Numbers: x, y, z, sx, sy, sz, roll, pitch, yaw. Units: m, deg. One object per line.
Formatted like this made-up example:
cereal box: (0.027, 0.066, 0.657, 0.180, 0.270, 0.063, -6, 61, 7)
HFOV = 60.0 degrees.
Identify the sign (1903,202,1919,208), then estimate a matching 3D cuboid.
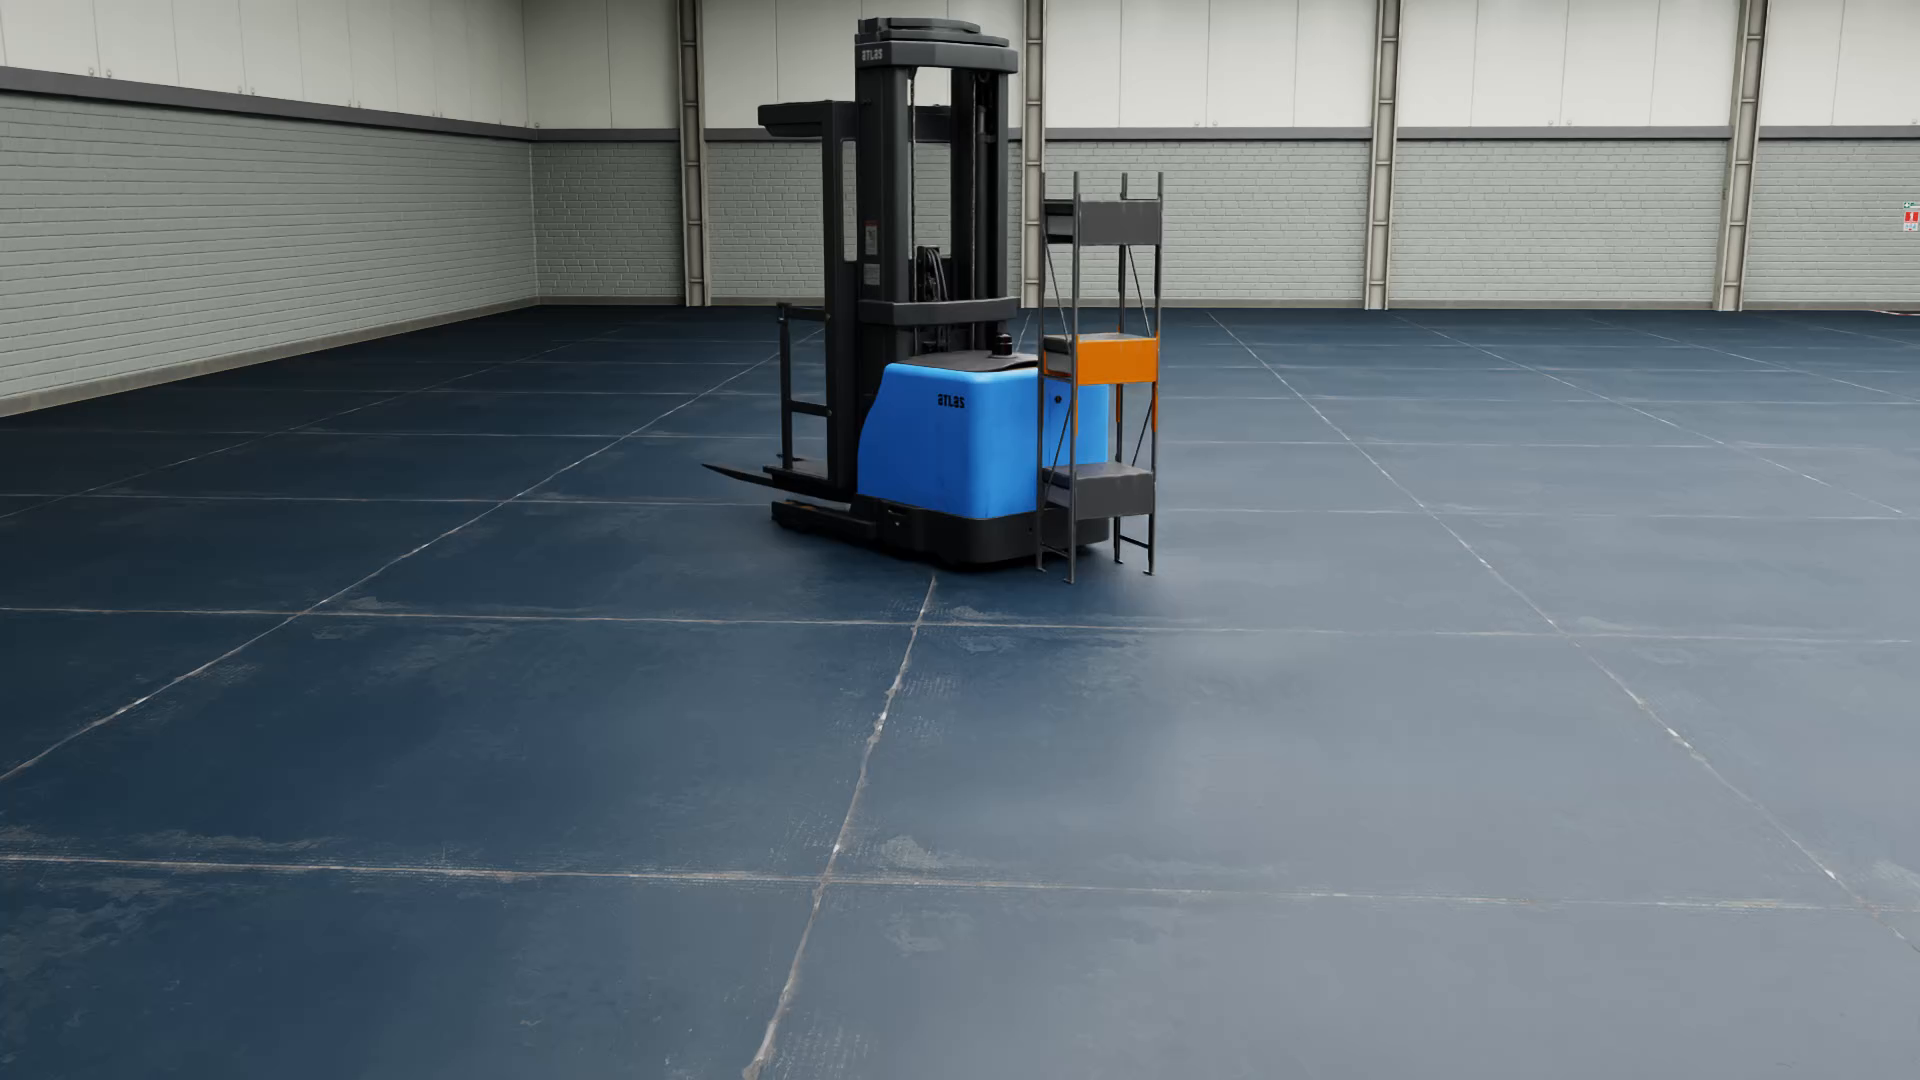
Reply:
sign: (16.238, -5.701, 28.314, 0.331, 0.109, 0.001, 1, 12, 4)

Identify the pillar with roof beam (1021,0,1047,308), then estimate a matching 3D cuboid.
pillar with roof beam: (0.994, -7.659, 24.404, 0.400, 9.000, 9.100, 1, 12, 4)

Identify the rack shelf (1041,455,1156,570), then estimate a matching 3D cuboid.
rack shelf: (0.723, -0.155, 8.865, 0.480, 0.518, 0.431, -5, 13, -24)

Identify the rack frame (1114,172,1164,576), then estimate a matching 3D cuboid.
rack frame: (0.945, -0.874, 8.819, 0.015, 2.100, 0.400, -5, 13, -24)

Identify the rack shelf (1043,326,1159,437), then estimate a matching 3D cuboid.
rack shelf: (0.723, -0.840, 8.722, 0.480, 0.518, 0.431, -5, 13, -24)

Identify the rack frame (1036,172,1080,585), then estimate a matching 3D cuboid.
rack frame: (0.502, -0.832, 8.619, 0.015, 2.100, 0.400, -5, 13, -24)

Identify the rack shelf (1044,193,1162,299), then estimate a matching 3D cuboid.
rack shelf: (0.723, -1.525, 8.578, 0.480, 0.518, 0.431, -5, 13, -24)

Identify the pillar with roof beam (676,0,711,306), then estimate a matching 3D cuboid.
pillar with roof beam: (-4.992, -7.741, 24.796, 0.400, 9.000, 9.100, 1, 12, 4)

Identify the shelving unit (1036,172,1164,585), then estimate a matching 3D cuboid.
shelving unit: (0.723, -0.853, 8.719, 0.503, 2.100, 0.431, -5, 13, -24)

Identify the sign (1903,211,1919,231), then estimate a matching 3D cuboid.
sign: (16.234, -5.443, 28.377, 0.234, 0.329, 0.001, 1, 12, 4)

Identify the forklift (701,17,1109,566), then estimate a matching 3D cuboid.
forklift: (-0.495, -1.537, 9.955, 1.130, 2.935, 3.031, -10, 15, -40)

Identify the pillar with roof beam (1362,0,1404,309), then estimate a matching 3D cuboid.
pillar with roof beam: (6.981, -7.577, 24.011, 0.400, 9.000, 9.100, 1, 12, 4)

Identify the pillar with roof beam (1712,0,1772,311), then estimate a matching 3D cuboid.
pillar with roof beam: (12.967, -7.495, 23.619, 0.400, 9.000, 9.100, 1, 12, 4)
